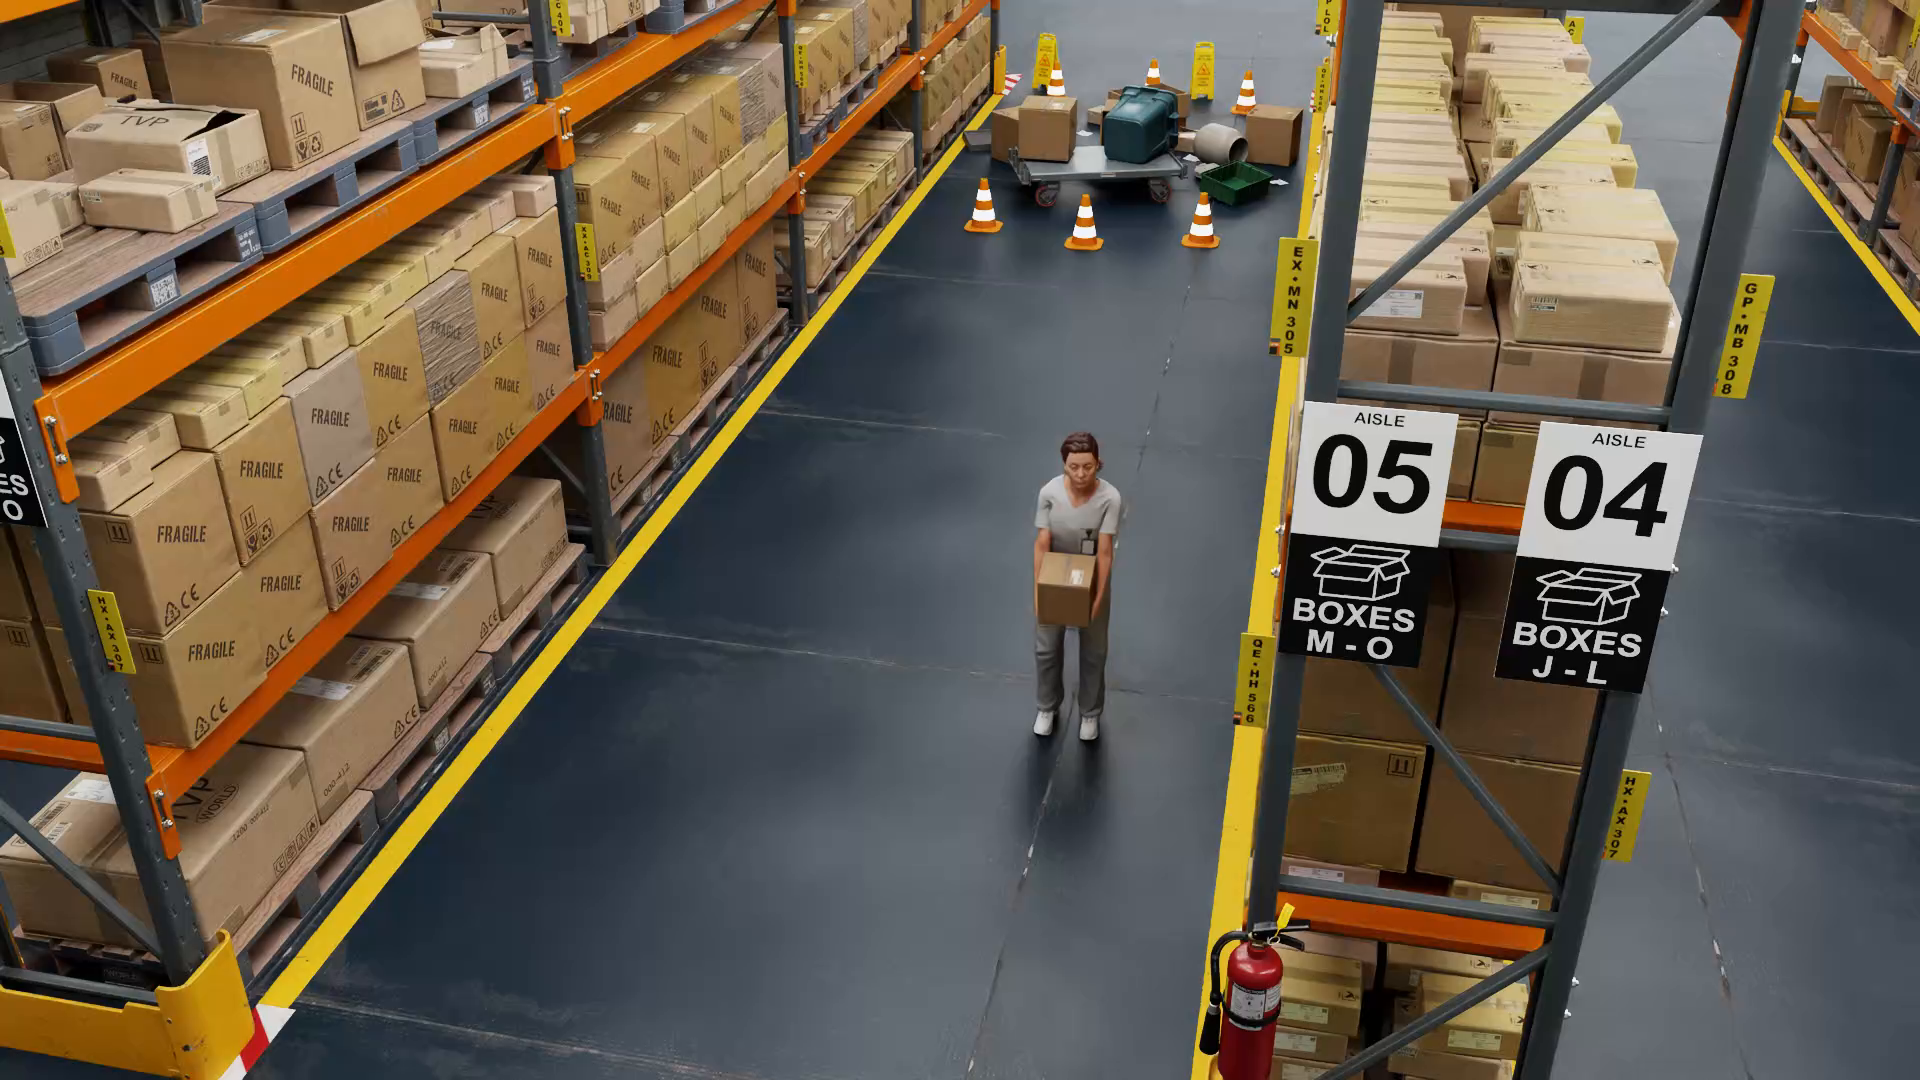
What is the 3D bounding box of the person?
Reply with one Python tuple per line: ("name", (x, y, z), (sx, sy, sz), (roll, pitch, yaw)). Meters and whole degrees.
("person", (0.557, 0.260, 8.160), (0.411, 1.666, 0.505), (5, 29, 10))
